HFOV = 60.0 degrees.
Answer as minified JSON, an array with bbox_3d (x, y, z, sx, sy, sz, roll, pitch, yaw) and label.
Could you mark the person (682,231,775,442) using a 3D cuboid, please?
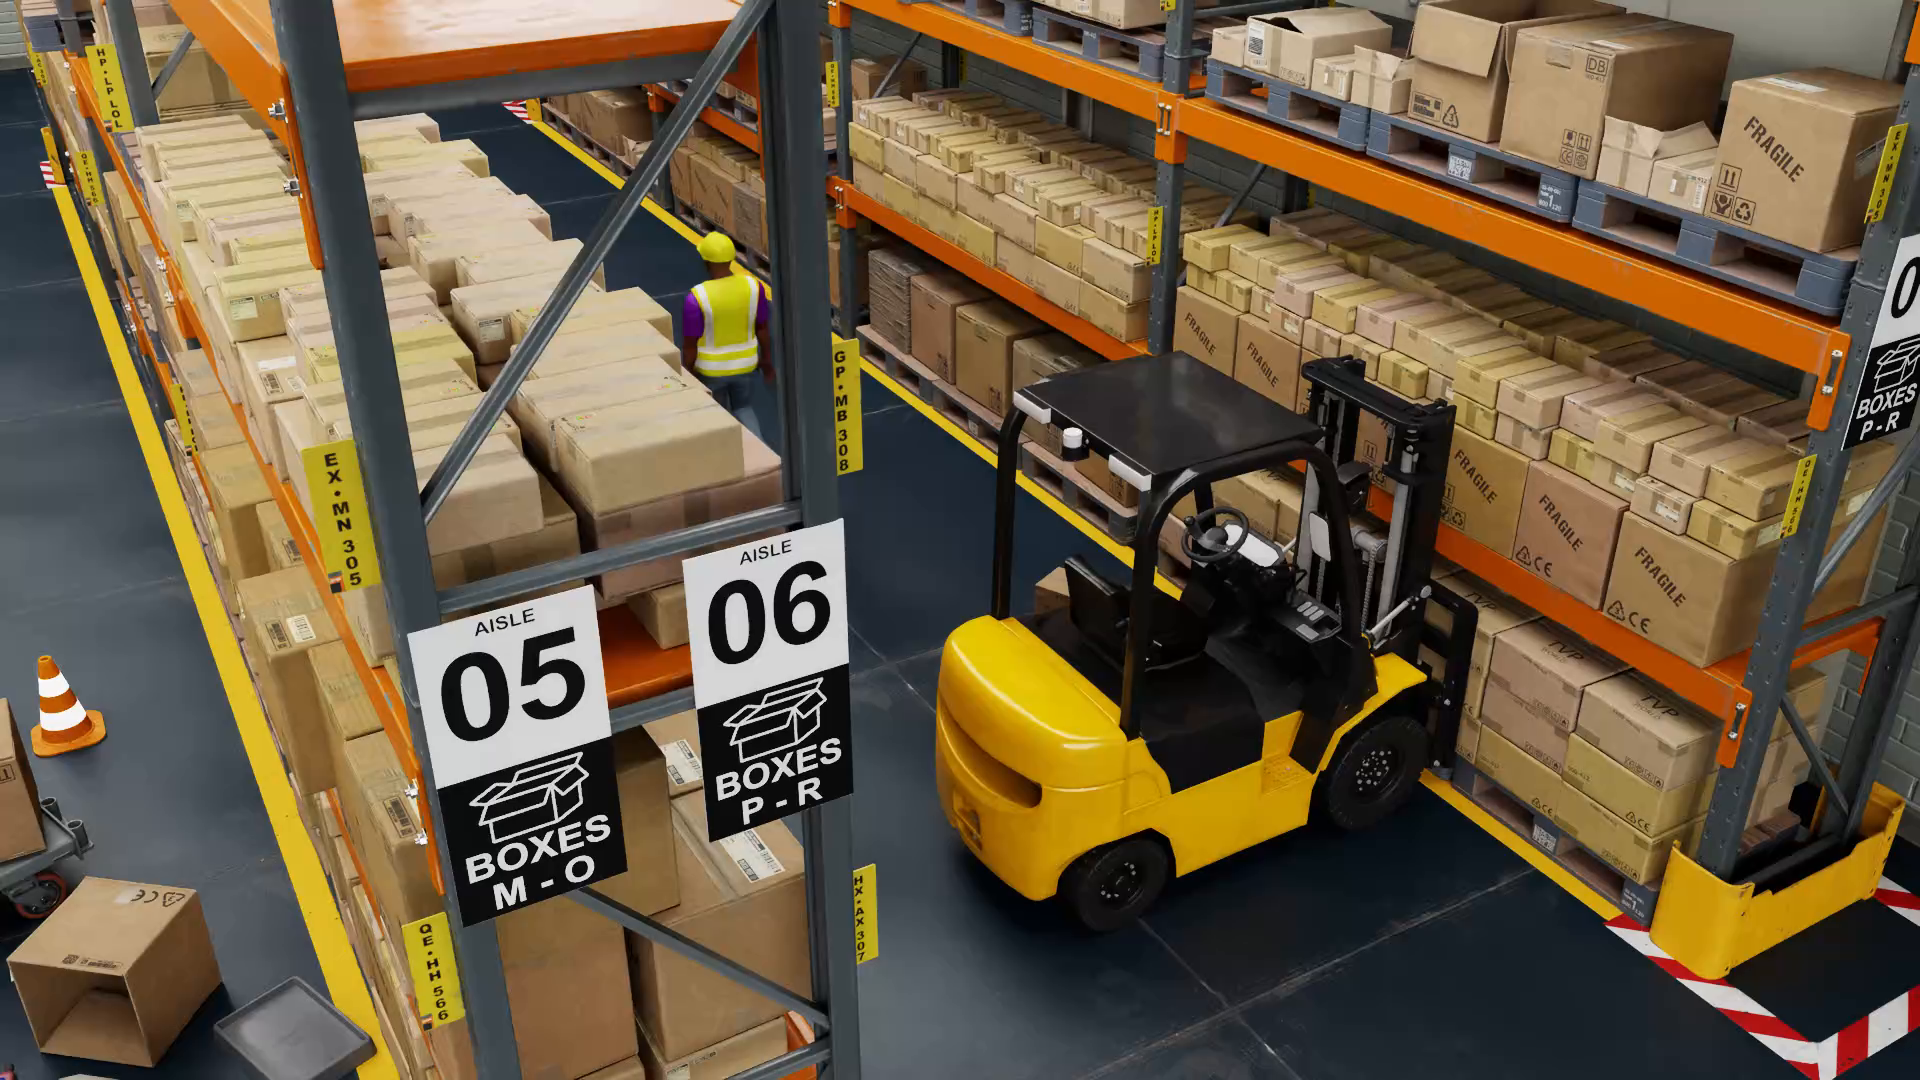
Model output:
[{"bbox_3d":[-1.454,-1.089,10.463,0.609,1.757,0.563,-15,32,-25],"label":"person"}]
